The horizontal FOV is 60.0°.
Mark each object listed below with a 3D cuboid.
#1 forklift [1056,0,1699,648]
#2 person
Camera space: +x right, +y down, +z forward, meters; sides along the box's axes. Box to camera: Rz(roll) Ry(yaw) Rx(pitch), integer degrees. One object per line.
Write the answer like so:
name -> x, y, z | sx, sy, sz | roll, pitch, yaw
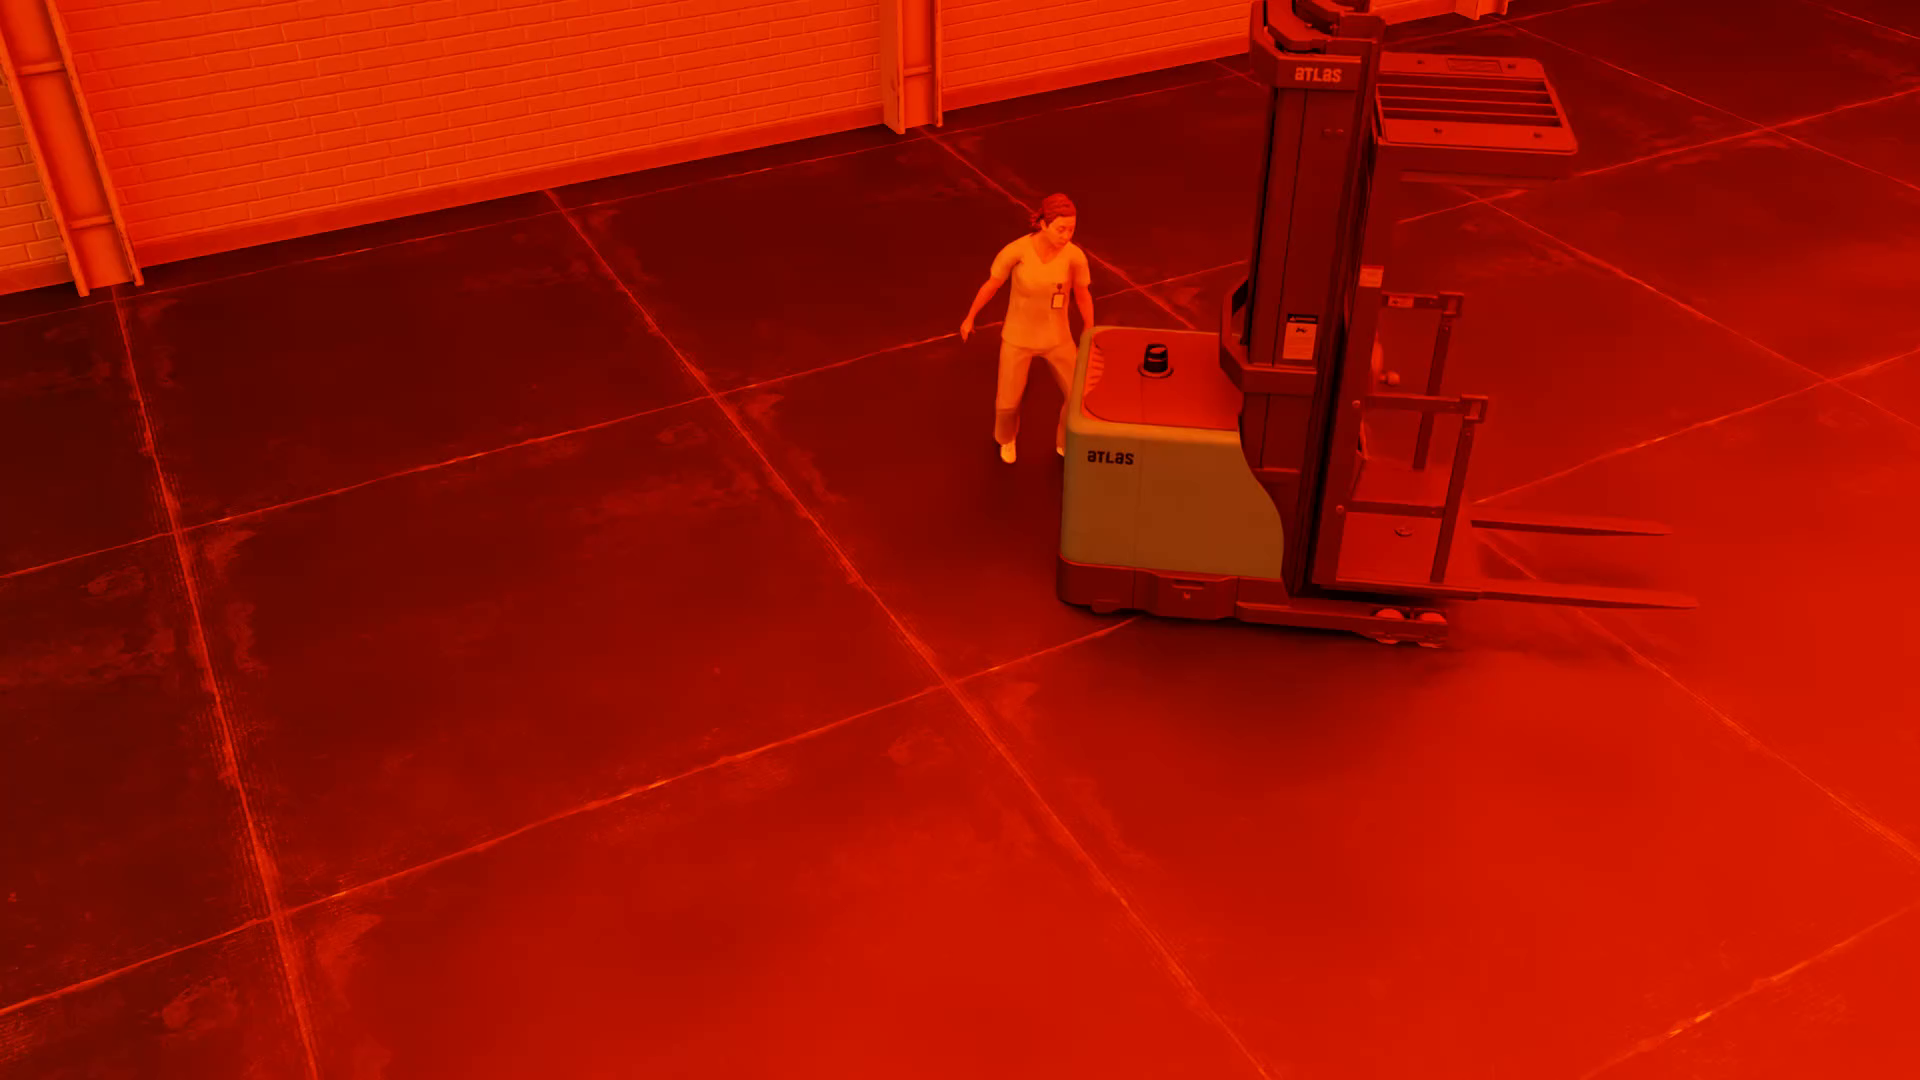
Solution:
forklift -> 2.031, -1.013, 7.556 | 3.031, 2.935, 1.130 | 5, 36, 6
person -> 0.407, -1.107, 8.876 | 0.804, 1.646, 0.478 | 0, 35, 0
